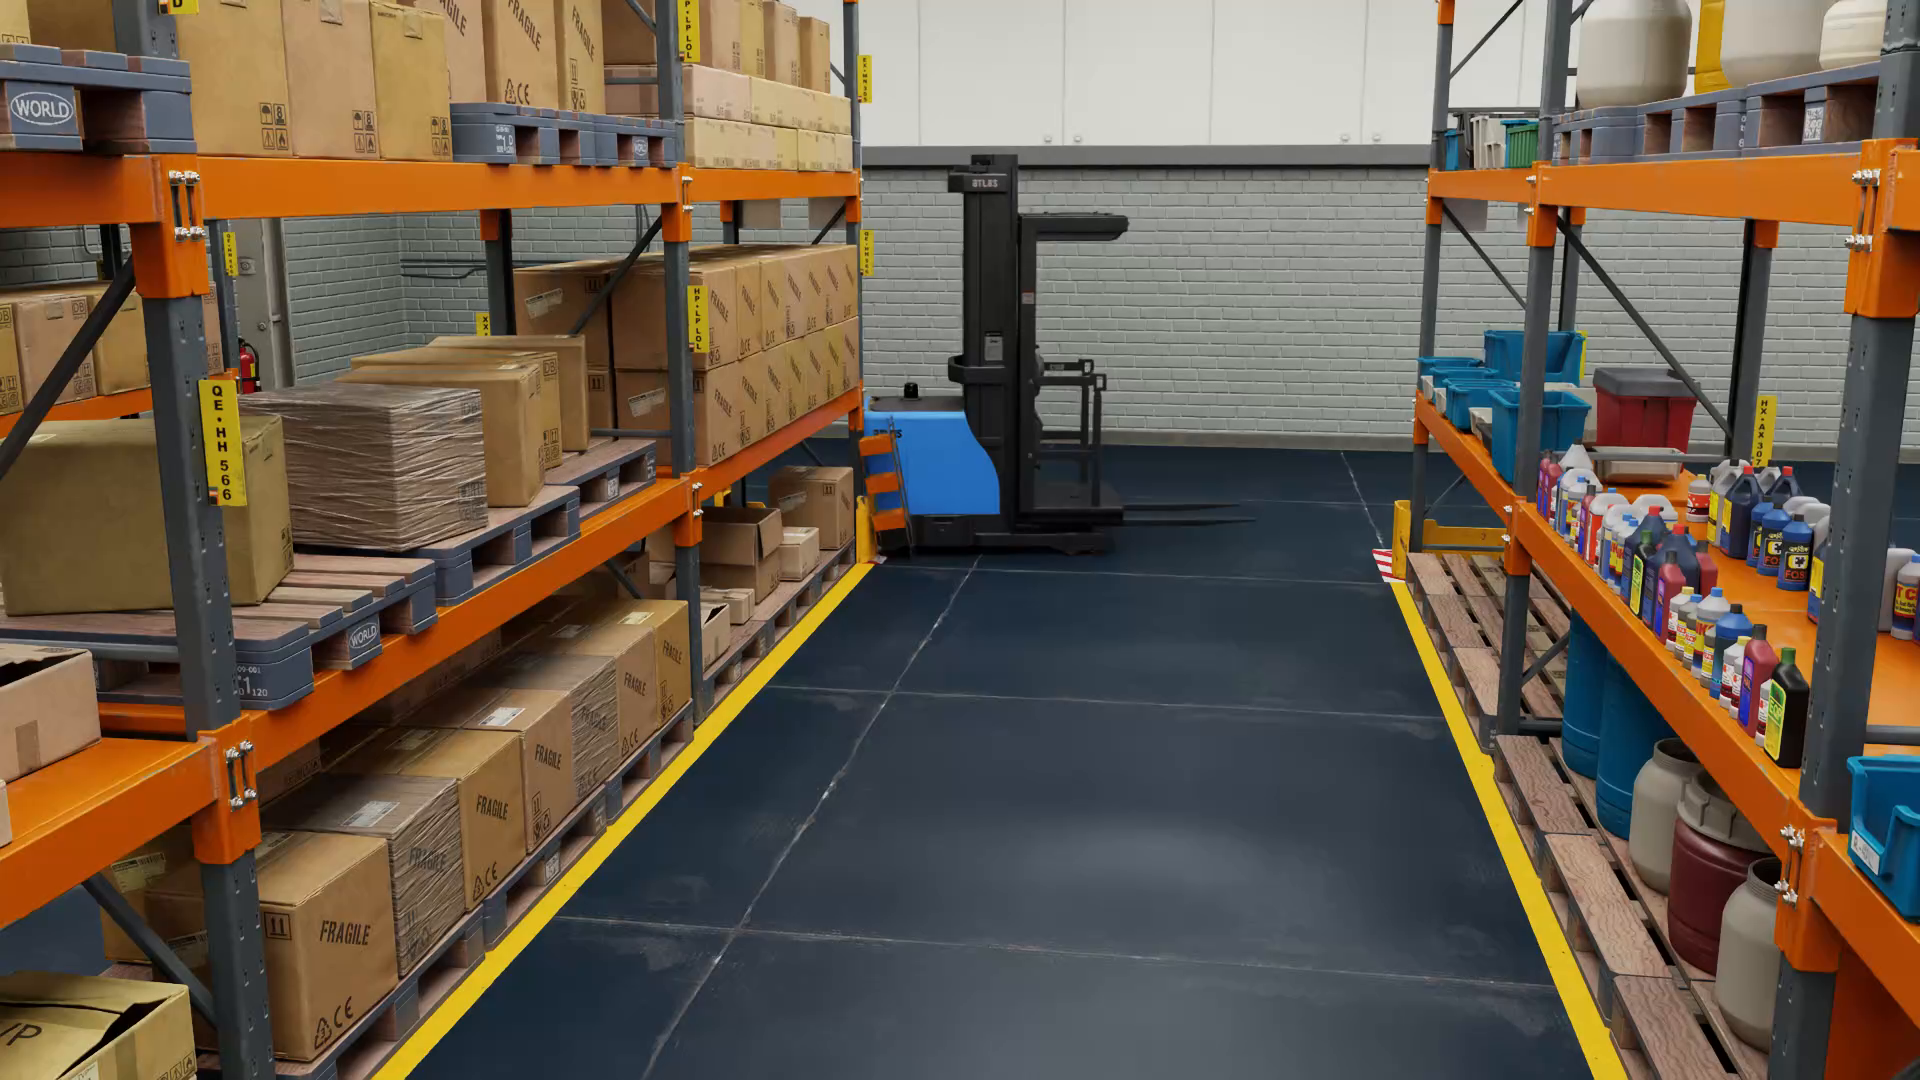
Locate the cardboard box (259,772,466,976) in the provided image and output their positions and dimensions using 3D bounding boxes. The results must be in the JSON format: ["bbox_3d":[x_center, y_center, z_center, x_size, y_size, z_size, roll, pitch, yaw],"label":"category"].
[{"bbox_3d":[-2.017,1.113,5.599,0.500,0.500,0.500,1,12,7],"label":"cardboard box"}]

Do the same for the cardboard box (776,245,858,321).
[{"bbox_3d":[-1.011,-1.801,11.619,0.500,0.500,0.500,2,12,8],"label":"cardboard box"}]

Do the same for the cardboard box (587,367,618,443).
[{"bbox_3d":[-2.006,-0.693,8.853,0.500,0.500,0.500,2,12,10],"label":"cardboard box"}]

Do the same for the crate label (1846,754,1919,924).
[{"bbox_3d":[2.014,0.619,3.397,0.303,0.233,0.416,2,12,9],"label":"crate label"}]

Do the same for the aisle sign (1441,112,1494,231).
[{"bbox_3d":[3.397,-2.499,11.298,0.394,0.787,0.004,2,12,9],"label":"aisle sign"}]

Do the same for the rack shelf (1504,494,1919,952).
[{"bbox_3d":[2.757,0.397,5.738,1.077,0.370,4.000,2,12,9],"label":"rack shelf"}]

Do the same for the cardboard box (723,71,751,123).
[{"bbox_3d":[-1.434,-2.367,8.905,0.500,0.250,0.500,2,12,9],"label":"cardboard box"}]

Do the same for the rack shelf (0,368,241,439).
[{"bbox_3d":[-6.417,-0.756,11.091,1.077,0.370,4.000,2,12,9],"label":"rack shelf"}]

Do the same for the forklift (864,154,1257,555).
[{"bbox_3d":[0.742,-1.433,12.686,3.031,2.935,1.130,0,12,-1],"label":"forklift"}]

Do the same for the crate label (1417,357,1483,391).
[{"bbox_3d":[3.316,-1.110,11.280,0.416,0.233,0.303,2,12,9],"label":"crate label"}]

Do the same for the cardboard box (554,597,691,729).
[{"bbox_3d":[-1.622,0.587,8.040,0.500,0.500,0.500,2,12,8],"label":"cardboard box"}]

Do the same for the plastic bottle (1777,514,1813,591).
[{"bbox_3d":[3.007,0.042,5.985,0.097,0.271,0.097,0,12,0],"label":"plastic bottle"}]

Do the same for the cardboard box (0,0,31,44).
[{"bbox_3d":[-2.459,-1.201,3.687,0.500,0.250,0.500,1,12,4],"label":"cardboard box"}]

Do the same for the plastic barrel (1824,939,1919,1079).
[{"bbox_3d":[2.507,1.215,4.390,0.600,0.830,0.708,2,12,9],"label":"plastic barrel"}]

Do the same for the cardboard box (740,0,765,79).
[{"bbox_3d":[-1.505,-2.842,9.331,0.700,0.500,0.500,2,12,9],"label":"cardboard box"}]

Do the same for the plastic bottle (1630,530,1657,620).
[{"bbox_3d":[2.314,0.117,5.609,0.061,0.283,0.133,2,12,9],"label":"plastic bottle"}]

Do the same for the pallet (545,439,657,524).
[{"bbox_3d":[-2.060,-0.275,7.607,1.003,0.211,1.213,2,12,9],"label":"pallet"}]

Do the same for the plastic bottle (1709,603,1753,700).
[{"bbox_3d":[2.191,0.315,4.718,0.097,0.271,0.097,0,12,0],"label":"plastic bottle"}]

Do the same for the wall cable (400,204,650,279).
[{"bbox_3d":[-4.887,-4.105,18.052,3.097,2.526,0.112,2,12,9],"label":"wall cable"}]

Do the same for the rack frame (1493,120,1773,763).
[{"bbox_3d":[3.064,-0.371,7.594,1.000,3.000,0.127,2,12,9],"label":"rack frame"}]

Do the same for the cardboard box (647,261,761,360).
[{"bbox_3d":[-1.400,-1.266,9.138,0.500,0.500,0.500,1,12,7],"label":"cardboard box"}]

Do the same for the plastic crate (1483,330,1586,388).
[{"bbox_3d":[3.812,-1.174,11.096,0.616,0.435,0.499,2,12,9],"label":"plastic crate"}]

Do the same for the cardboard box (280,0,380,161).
[{"bbox_3d":[-2.333,-1.413,5.071,0.910,0.500,0.500,2,12,9],"label":"cardboard box"}]

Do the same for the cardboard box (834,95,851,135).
[{"bbox_3d":[-1.042,-2.887,11.319,0.500,0.250,0.500,2,12,9],"label":"cardboard box"}]

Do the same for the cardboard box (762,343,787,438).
[{"bbox_3d":[-1.327,-0.889,9.761,0.500,0.500,0.500,2,12,8],"label":"cardboard box"}]

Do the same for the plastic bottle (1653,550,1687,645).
[{"bbox_3d":[2.266,0.183,5.301,0.061,0.283,0.133,2,12,9],"label":"plastic bottle"}]

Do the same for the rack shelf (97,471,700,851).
[{"bbox_3d":[-2.137,0.236,6.486,1.077,0.370,4.000,2,12,9],"label":"rack shelf"}]

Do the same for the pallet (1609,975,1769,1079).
[{"bbox_3d":[2.529,1.660,4.792,1.003,0.211,1.213,2,12,9],"label":"pallet"}]

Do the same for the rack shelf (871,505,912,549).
[{"bbox_3d":[-0.498,-0.099,12.245,0.240,0.259,0.215,-8,11,8],"label":"rack shelf"}]

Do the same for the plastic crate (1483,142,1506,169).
[{"bbox_3d":[2.884,-1.985,8.591,0.293,0.136,0.466,2,12,9],"label":"plastic crate"}]

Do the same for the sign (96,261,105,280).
[{"bbox_3d":[-6.657,-2.006,12.937,0.100,0.325,0.005,2,12,9],"label":"sign"}]

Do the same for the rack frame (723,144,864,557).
[{"bbox_3d":[-1.214,-1.365,12.206,1.000,3.000,0.127,2,12,9],"label":"rack frame"}]

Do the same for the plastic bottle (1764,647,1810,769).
[{"bbox_3d":[2.090,0.421,4.197,0.061,0.283,0.133,2,12,9],"label":"plastic bottle"}]

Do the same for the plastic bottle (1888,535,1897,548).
[{"bbox_3d":[3.077,0.085,5.598,0.144,0.351,0.185,2,12,9],"label":"plastic bottle"}]

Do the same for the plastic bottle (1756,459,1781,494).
[{"bbox_3d":[3.246,-0.145,6.662,0.144,0.351,0.185,2,12,9],"label":"plastic bottle"}]

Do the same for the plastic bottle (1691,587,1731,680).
[{"bbox_3d":[2.221,0.274,4.906,0.097,0.271,0.097,0,12,0],"label":"plastic bottle"}]

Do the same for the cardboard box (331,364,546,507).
[{"bbox_3d":[-2.040,-0.416,6.572,0.700,0.500,0.500,-1,12,-6],"label":"cardboard box"}]

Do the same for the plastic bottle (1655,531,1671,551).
[{"bbox_3d":[2.375,0.119,5.600,0.061,0.283,0.133,2,12,9],"label":"plastic bottle"}]

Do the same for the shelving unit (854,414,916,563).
[{"bbox_3d":[-0.545,-0.378,12.189,0.252,1.050,0.215,-8,11,8],"label":"shelving unit"}]

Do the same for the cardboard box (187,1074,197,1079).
[{"bbox_3d":[-2.285,1.557,4.179,0.500,0.250,0.500,2,12,10],"label":"cardboard box"}]

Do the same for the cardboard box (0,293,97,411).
[{"bbox_3d":[-6.406,-1.254,10.982,0.980,0.700,0.700,1,12,6],"label":"cardboard box"}]

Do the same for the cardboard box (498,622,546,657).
[{"bbox_3d":[-2.216,0.679,7.612,0.500,0.500,0.500,2,12,9],"label":"cardboard box"}]

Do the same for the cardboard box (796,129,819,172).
[{"bbox_3d":[-1.185,-2.434,10.404,0.500,0.250,0.500,2,12,9],"label":"cardboard box"}]

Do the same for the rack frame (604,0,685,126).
[{"bbox_3d":[-1.830,-3.465,7.710,1.000,3.000,0.127,2,12,9],"label":"rack frame"}]

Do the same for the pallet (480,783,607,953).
[{"bbox_3d":[-2.103,1.256,6.663,1.003,0.211,1.213,2,12,9],"label":"pallet"}]

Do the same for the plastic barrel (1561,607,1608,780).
[{"bbox_3d":[2.964,0.562,7.248,0.600,0.901,0.708,2,12,9],"label":"plastic barrel"}]

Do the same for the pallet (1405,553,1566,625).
[{"bbox_3d":[3.514,0.330,10.961,1.003,0.211,1.213,2,12,9],"label":"pallet"}]

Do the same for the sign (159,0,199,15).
[{"bbox_3d":[-1.898,-1.438,4.008,0.100,0.325,0.005,2,12,9],"label":"sign"}]

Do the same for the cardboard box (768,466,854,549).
[{"bbox_3d":[-1.055,-0.237,11.861,0.500,0.500,0.500,2,12,9],"label":"cardboard box"}]

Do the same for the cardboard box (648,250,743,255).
[{"bbox_3d":[-1.698,-1.606,10.713,0.500,0.500,0.500,2,12,9],"label":"cardboard box"}]

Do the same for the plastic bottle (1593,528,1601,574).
[{"bbox_3d":[2.429,0.026,6.223,0.097,0.201,0.097,0,12,0],"label":"plastic bottle"}]

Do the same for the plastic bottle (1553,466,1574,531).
[{"bbox_3d":[2.551,-0.173,6.980,0.097,0.271,0.097,0,12,0],"label":"plastic bottle"}]

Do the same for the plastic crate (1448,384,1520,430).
[{"bbox_3d":[3.067,-0.774,9.718,0.416,0.233,0.300,2,12,9],"label":"plastic crate"}]
